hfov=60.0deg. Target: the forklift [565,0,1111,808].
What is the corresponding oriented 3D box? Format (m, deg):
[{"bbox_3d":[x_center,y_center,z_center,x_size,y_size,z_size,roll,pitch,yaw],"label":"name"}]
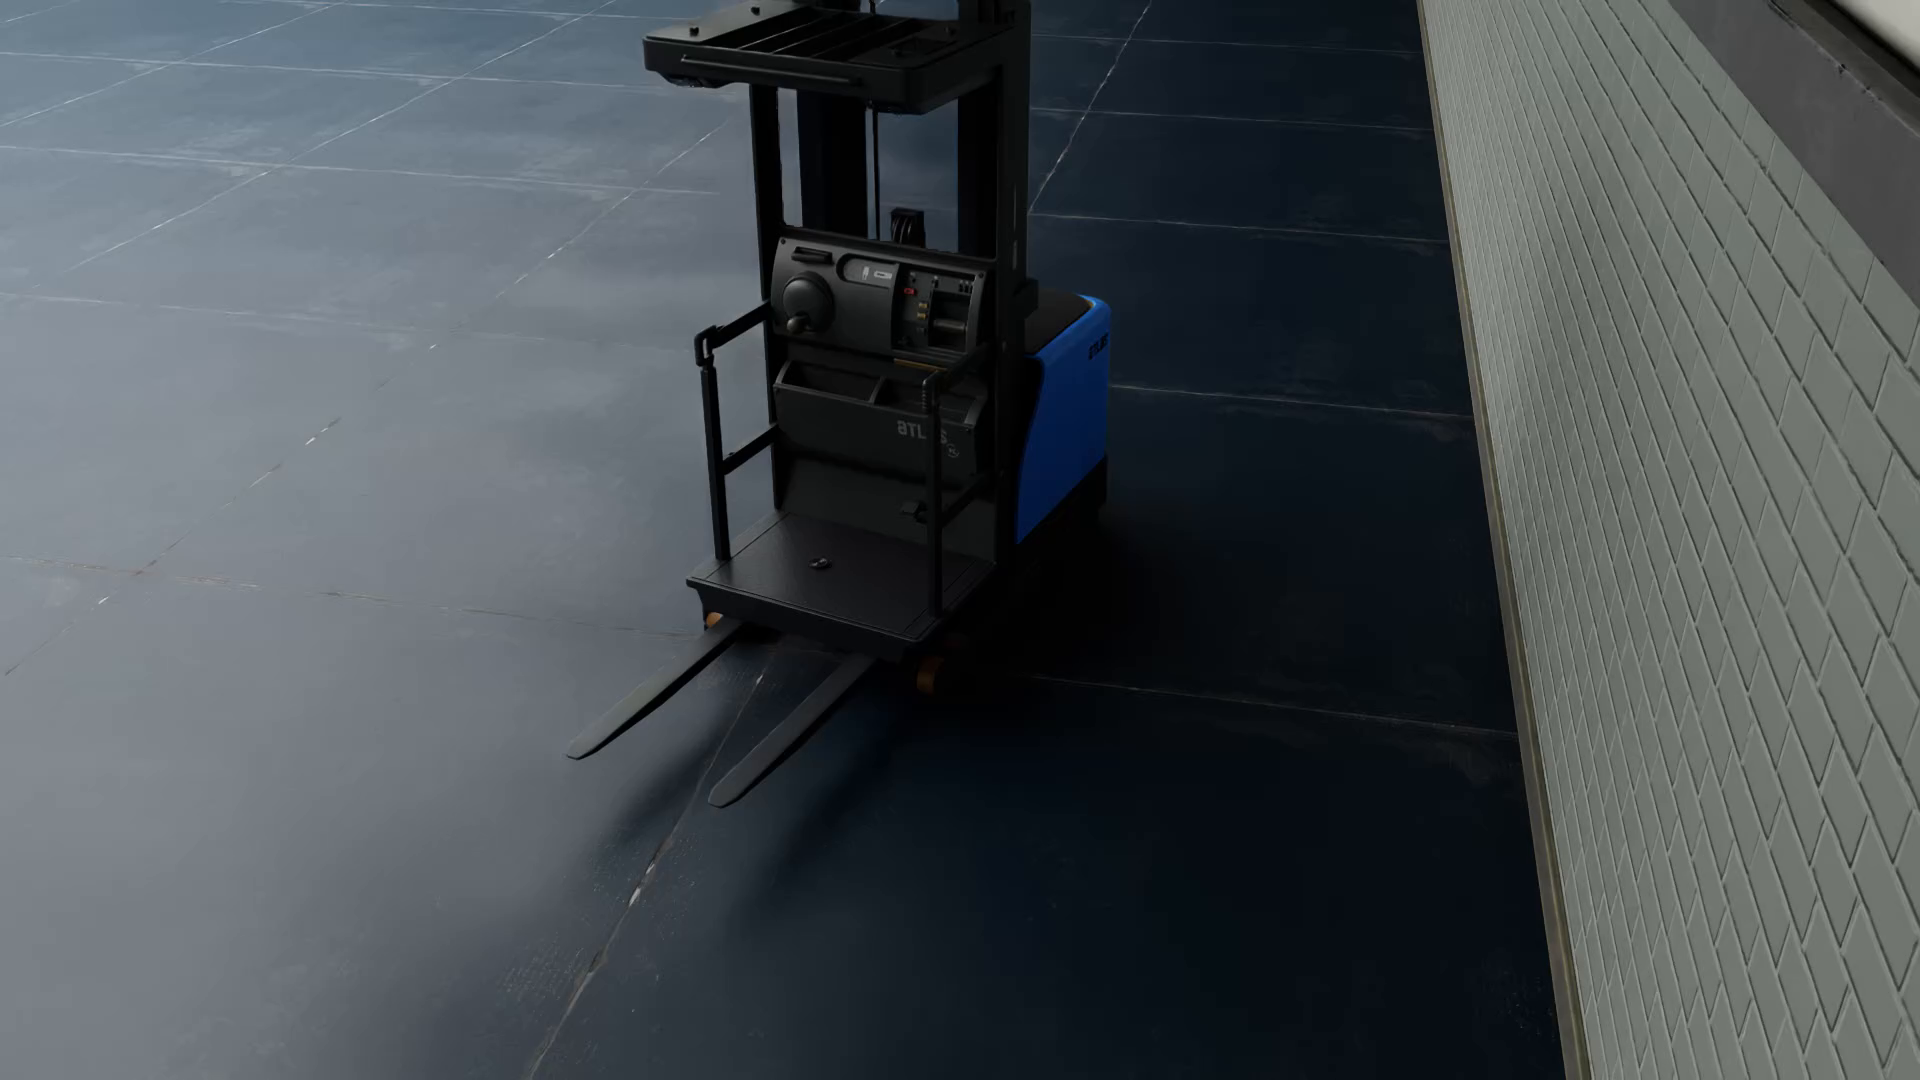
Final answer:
[{"bbox_3d":[-0.420,-0.905,6.350,1.130,2.935,3.031,14,32,23],"label":"forklift"}]
